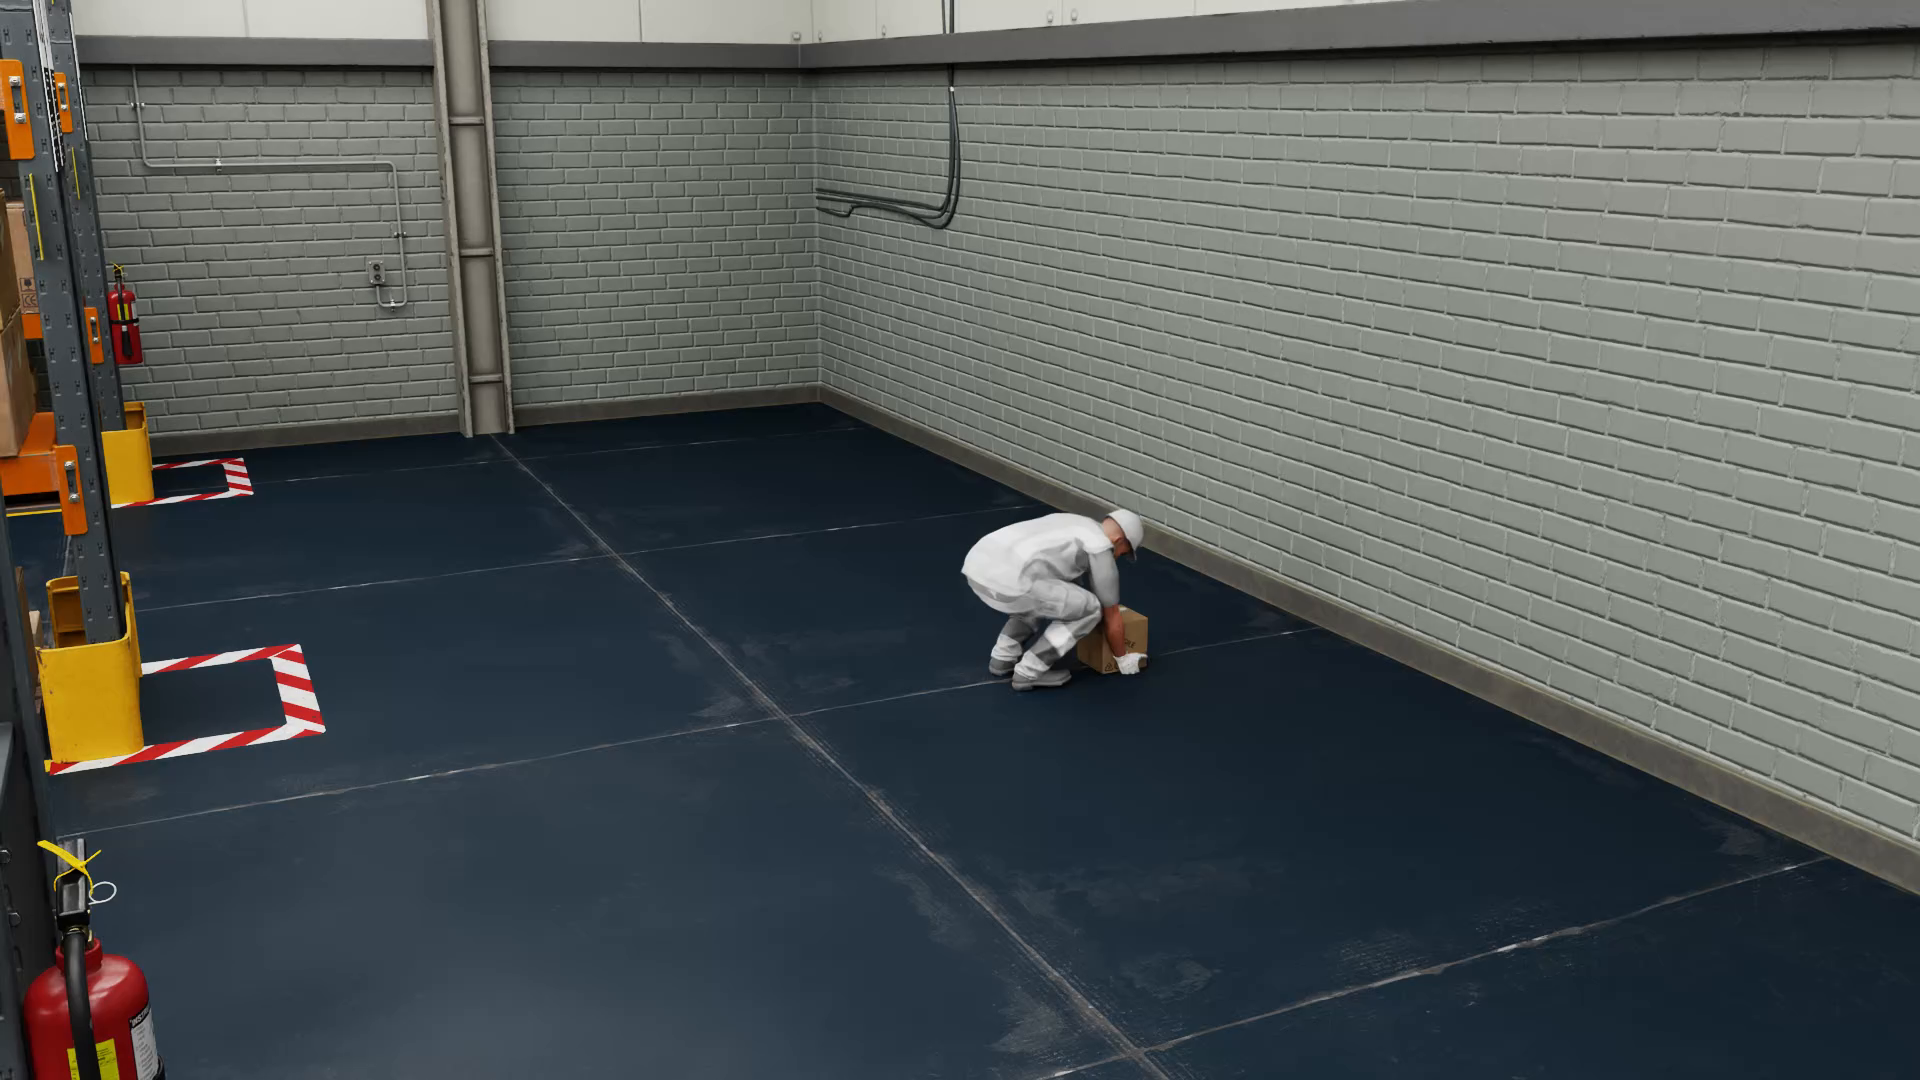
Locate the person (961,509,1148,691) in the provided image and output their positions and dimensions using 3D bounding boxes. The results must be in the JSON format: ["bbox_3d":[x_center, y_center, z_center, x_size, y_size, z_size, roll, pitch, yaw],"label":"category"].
[{"bbox_3d":[0.473,0.278,7.940,0.958,0.799,0.523,-8,17,-26],"label":"person"}]
